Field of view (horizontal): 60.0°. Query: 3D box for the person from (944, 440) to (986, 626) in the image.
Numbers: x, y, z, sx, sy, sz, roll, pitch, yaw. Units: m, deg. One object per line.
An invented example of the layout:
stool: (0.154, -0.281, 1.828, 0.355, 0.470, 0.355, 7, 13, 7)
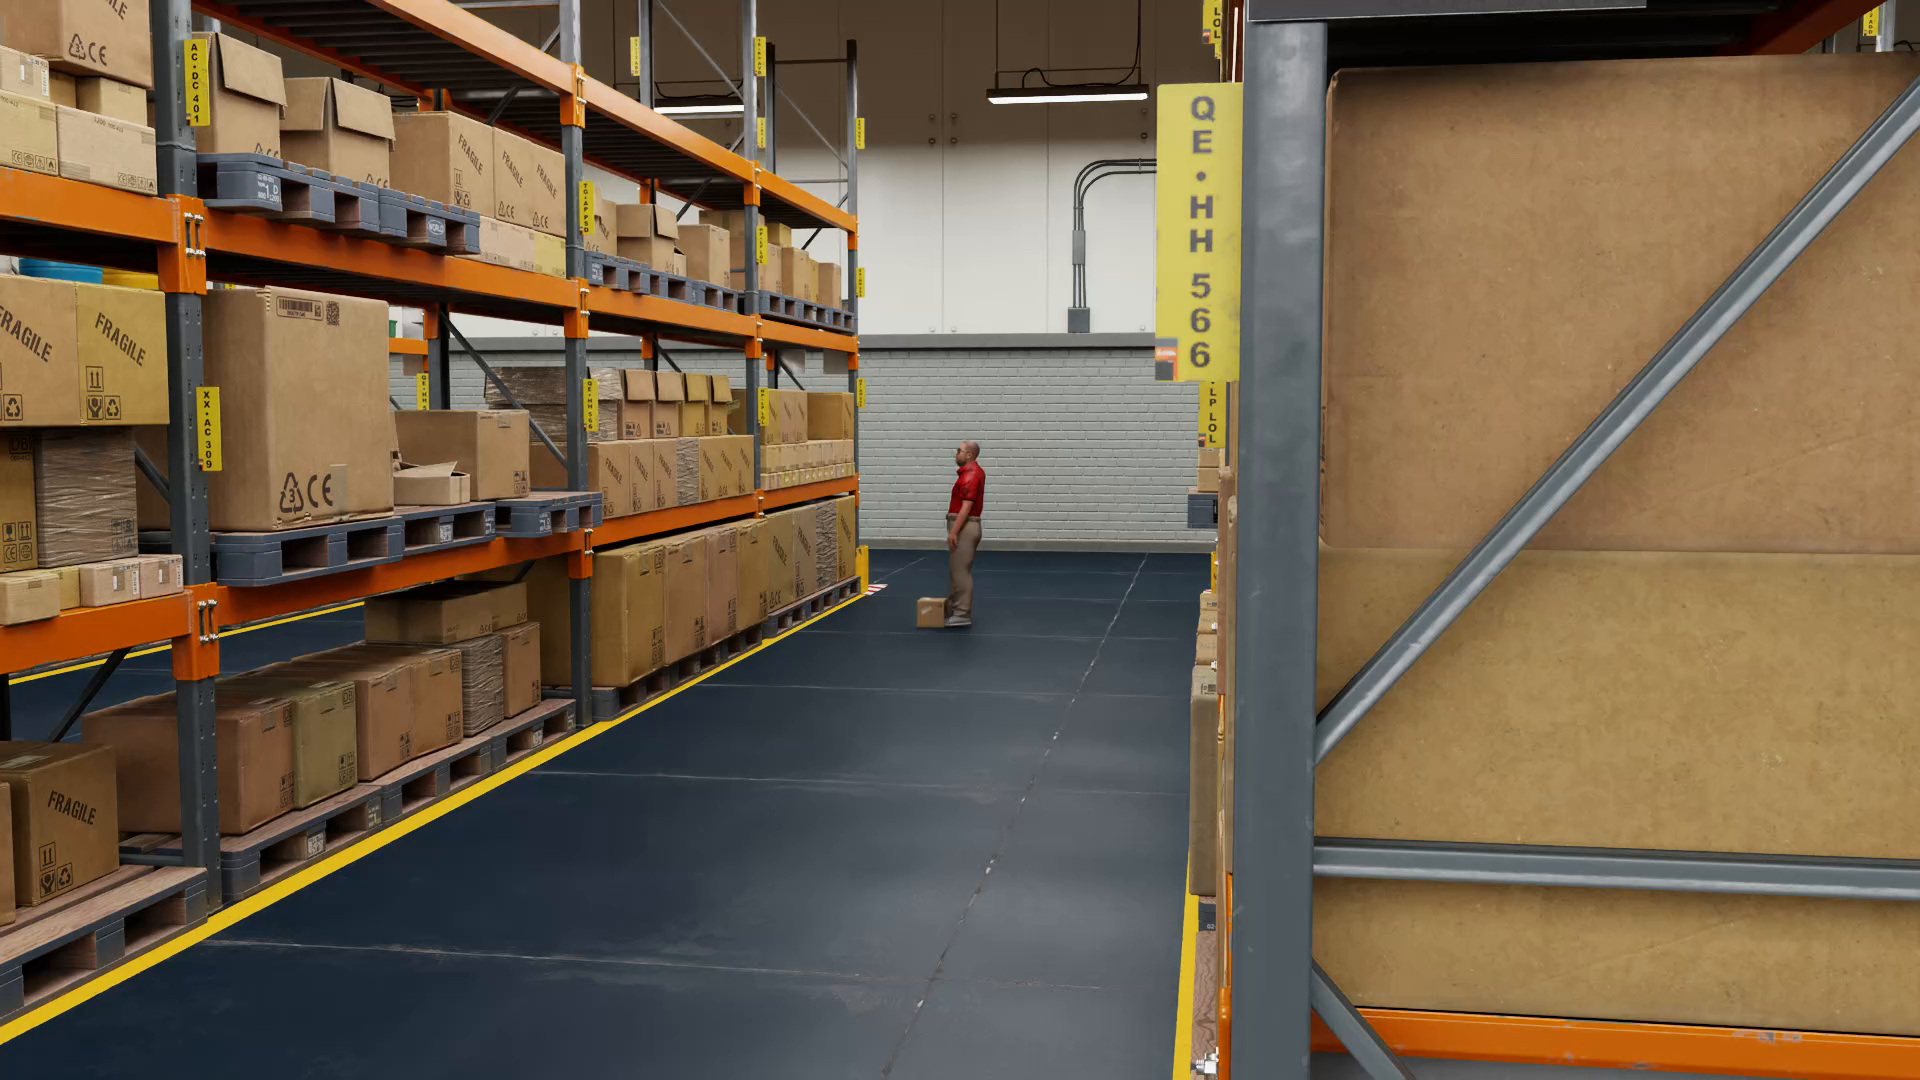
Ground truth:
person: (-0.053, -0.064, 15.462, 0.551, 1.727, 0.635, 1, 4, 9)
